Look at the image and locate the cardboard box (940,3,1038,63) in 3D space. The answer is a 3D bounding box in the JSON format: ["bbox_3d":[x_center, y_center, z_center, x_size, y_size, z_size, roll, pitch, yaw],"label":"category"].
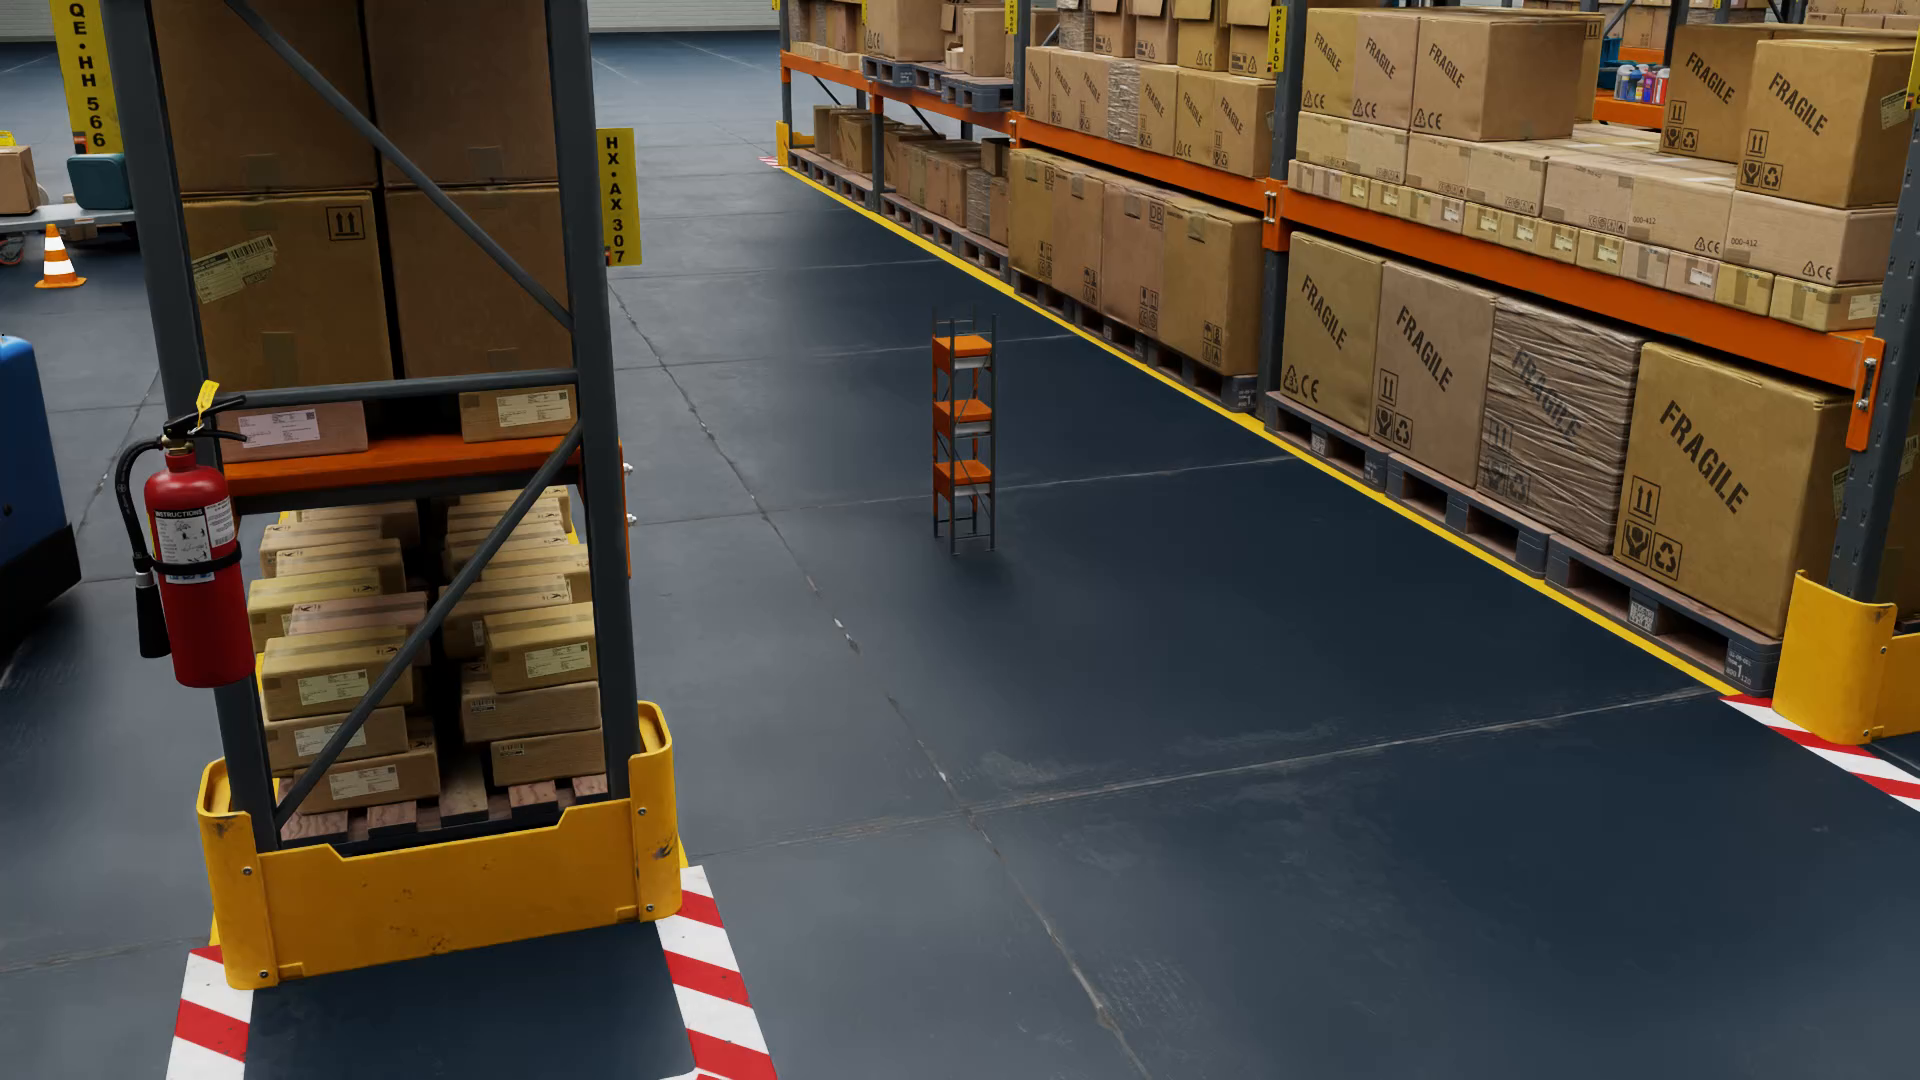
[{"bbox_3d":[0.265,-4.398,14.451,0.797,0.503,0.637,-4,20,-12],"label":"cardboard box"}]

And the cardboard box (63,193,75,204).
[{"bbox_3d":[-8.703,-3.382,16.612,0.380,0.149,0.250,4,20,11],"label":"cardboard box"}]

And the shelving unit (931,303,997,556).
[{"bbox_3d":[0.017,-0.477,7.191,0.215,1.050,0.252,-6,21,-17],"label":"shelving unit"}]

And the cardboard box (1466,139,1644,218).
[{"bbox_3d":[2.513,-1.537,7.041,0.500,0.250,0.500,-6,21,-17],"label":"cardboard box"}]

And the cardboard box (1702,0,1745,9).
[{"bbox_3d":[8.749,-6.167,19.041,0.380,0.149,0.250,-6,21,-17],"label":"cardboard box"}]

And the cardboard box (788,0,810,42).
[{"bbox_3d":[-1.478,-5.990,19.068,0.875,0.500,0.500,-6,21,-17],"label":"cardboard box"}]

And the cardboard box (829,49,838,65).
[{"bbox_3d":[-1.172,-5.101,17.553,0.380,0.149,0.250,-6,21,-17],"label":"cardboard box"}]

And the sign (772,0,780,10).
[{"bbox_3d":[-2.140,-6.332,19.328,0.100,0.325,0.005,-6,21,-17],"label":"sign"}]

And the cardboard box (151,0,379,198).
[{"bbox_3d":[-1.716,-1.131,4.062,0.500,0.500,0.500,-7,21,-18],"label":"cardboard box"}]

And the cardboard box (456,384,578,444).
[{"bbox_3d":[-1.127,-0.374,4.392,0.380,0.149,0.250,-7,21,-18],"label":"cardboard box"}]

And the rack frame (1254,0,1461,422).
[{"bbox_3d":[2.147,-2.131,8.913,1.000,3.000,0.127,-6,21,-17],"label":"rack frame"}]

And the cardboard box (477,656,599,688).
[{"bbox_3d":[-1.290,0.361,5.129,0.380,0.149,0.250,-6,21,-17],"label":"cardboard box"}]

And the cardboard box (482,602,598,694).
[{"bbox_3d":[-1.179,0.307,4.842,0.380,0.149,0.250,-7,21,-20],"label":"cardboard box"}]

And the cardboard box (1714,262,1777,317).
[{"bbox_3d":[2.896,-0.892,5.835,0.380,0.149,0.250,-6,21,-17],"label":"cardboard box"}]

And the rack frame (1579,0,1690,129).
[{"bbox_3d":[5.591,-3.941,13.952,1.000,3.000,0.127,-6,21,-17],"label":"rack frame"}]

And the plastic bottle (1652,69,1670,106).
[{"bbox_3d":[5.566,-3.561,13.078,0.152,0.276,0.135,-6,21,-17],"label":"plastic bottle"}]

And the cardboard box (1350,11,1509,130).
[{"bbox_3d":[2.202,-2.214,7.816,0.500,0.500,0.500,-6,21,-17],"label":"cardboard box"}]

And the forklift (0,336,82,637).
[{"bbox_3d":[-5.086,-1.006,5.882,3.031,2.935,1.130,0,20,0],"label":"forklift"}]

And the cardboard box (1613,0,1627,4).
[{"bbox_3d":[8.265,-6.659,20.412,0.380,0.149,0.250,-6,21,-15],"label":"cardboard box"}]

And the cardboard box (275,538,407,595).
[{"bbox_3d":[-1.991,0.122,5.357,0.380,0.149,0.250,-7,21,-19],"label":"cardboard box"}]

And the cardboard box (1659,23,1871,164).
[{"bbox_3d":[3.184,-1.779,6.604,0.500,0.500,0.500,-7,21,-19],"label":"cardboard box"}]

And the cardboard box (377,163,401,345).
[{"bbox_3d":[-1.408,-0.883,4.849,0.500,0.500,0.500,-6,21,-17],"label":"cardboard box"}]

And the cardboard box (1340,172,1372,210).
[{"bbox_3d":[2.090,-1.714,8.123,0.380,0.149,0.250,-6,21,-15],"label":"cardboard box"}]

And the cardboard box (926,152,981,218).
[{"bbox_3d":[0.113,-3.195,14.923,0.700,0.500,0.500,-8,21,-22],"label":"cardboard box"}]

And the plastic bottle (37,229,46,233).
[{"bbox_3d":[-8.401,-2.876,15.334,0.133,0.061,0.283,-3,20,-8],"label":"plastic bottle"}]

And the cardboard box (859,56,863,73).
[{"bbox_3d":[-0.784,-4.700,16.435,0.380,0.149,0.250,-6,21,-17],"label":"cardboard box"}]

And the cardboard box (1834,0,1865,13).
[{"bbox_3d":[12.493,-7.508,22.966,0.500,0.500,0.500,-6,21,-17],"label":"cardboard box"}]

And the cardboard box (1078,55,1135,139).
[{"bbox_3d":[1.113,-2.948,11.039,0.500,0.500,0.500,-7,21,-18],"label":"cardboard box"}]

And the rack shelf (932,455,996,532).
[{"bbox_3d":[0.017,-0.205,7.289,0.215,0.259,0.240,-6,21,-17],"label":"rack shelf"}]

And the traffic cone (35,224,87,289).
[{"bbox_3d":[-7.016,-2.216,12.901,0.336,0.463,0.334,-6,21,-17],"label":"traffic cone"}]

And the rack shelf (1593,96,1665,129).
[{"bbox_3d":[6.220,-2.961,12.287,1.077,0.370,4.000,-6,21,-17],"label":"rack shelf"}]

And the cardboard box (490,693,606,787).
[{"bbox_3d":[-1.197,0.589,4.936,0.380,0.149,0.250,-6,21,-16],"label":"cardboard box"}]

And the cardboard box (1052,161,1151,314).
[{"bbox_3d":[1.360,-2.102,11.354,1.225,0.875,0.875,-6,21,-17],"label":"cardboard box"}]

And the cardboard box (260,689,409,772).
[{"bbox_3d":[-1.773,0.512,4.711,0.380,0.149,0.250,-7,21,-19],"label":"cardboard box"}]

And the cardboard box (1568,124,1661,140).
[{"bbox_3d":[2.860,-1.757,7.654,0.500,0.250,0.500,-6,21,-16],"label":"cardboard box"}]

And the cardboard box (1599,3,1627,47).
[{"bbox_3d":[8.404,-6.433,20.742,0.700,0.500,0.500,-6,21,-16],"label":"cardboard box"}]

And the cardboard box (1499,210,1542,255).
[{"bbox_3d":[2.499,-1.299,6.969,0.380,0.149,0.250,-6,21,-16],"label":"cardboard box"}]

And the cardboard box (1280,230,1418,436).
[{"bbox_3d":[2.278,-1.109,8.588,0.875,0.875,0.875,-6,21,-17],"label":"cardboard box"}]

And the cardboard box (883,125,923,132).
[{"bbox_3d":[-0.643,-4.036,17.291,0.500,0.500,0.500,0,20,0],"label":"cardboard box"}]

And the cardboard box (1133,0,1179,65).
[{"bbox_3d":[1.523,-3.274,10.462,0.797,0.503,0.637,-6,21,-15],"label":"cardboard box"}]

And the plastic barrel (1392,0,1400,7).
[{"bbox_3d":[4.168,-5.305,17.006,0.600,0.901,0.708,-6,21,-17],"label":"plastic barrel"}]

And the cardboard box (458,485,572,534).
[{"bbox_3d":[-1.611,-0.114,6.012,0.380,0.149,0.250,-6,21,-16],"label":"cardboard box"}]

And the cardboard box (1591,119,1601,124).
[{"bbox_3d":[8.208,-5.260,21.070,0.500,0.250,0.500,-6,21,-17],"label":"cardboard box"}]

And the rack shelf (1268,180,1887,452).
[{"bbox_3d":[2.775,-1.151,7.248,1.077,0.370,4.000,-6,21,-17],"label":"rack shelf"}]

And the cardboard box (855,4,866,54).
[{"bbox_3d":[-0.574,-5.201,16.871,0.875,0.500,0.500,-6,21,-17],"label":"cardboard box"}]

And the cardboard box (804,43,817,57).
[{"bbox_3d":[-1.539,-5.505,18.678,0.380,0.149,0.250,-6,21,-17],"label":"cardboard box"}]

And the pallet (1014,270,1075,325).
[{"bbox_3d":[1.066,-1.842,12.232,1.003,0.211,1.213,-6,21,-17],"label":"pallet"}]

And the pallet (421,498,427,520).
[{"bbox_3d":[-2.349,-0.113,7.418,1.003,0.211,1.213,-6,21,-17],"label":"pallet"}]

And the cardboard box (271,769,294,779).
[{"bbox_3d":[-1.877,0.572,4.982,0.380,0.149,0.250,-6,21,-16],"label":"cardboard box"}]

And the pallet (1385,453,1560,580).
[{"bbox_3d":[2.699,-0.175,7.590,1.003,0.211,1.213,-6,21,-17],"label":"pallet"}]

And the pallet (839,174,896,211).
[{"bbox_3d":[-0.612,-3.598,17.122,1.003,0.211,1.213,-6,21,-17],"label":"pallet"}]
